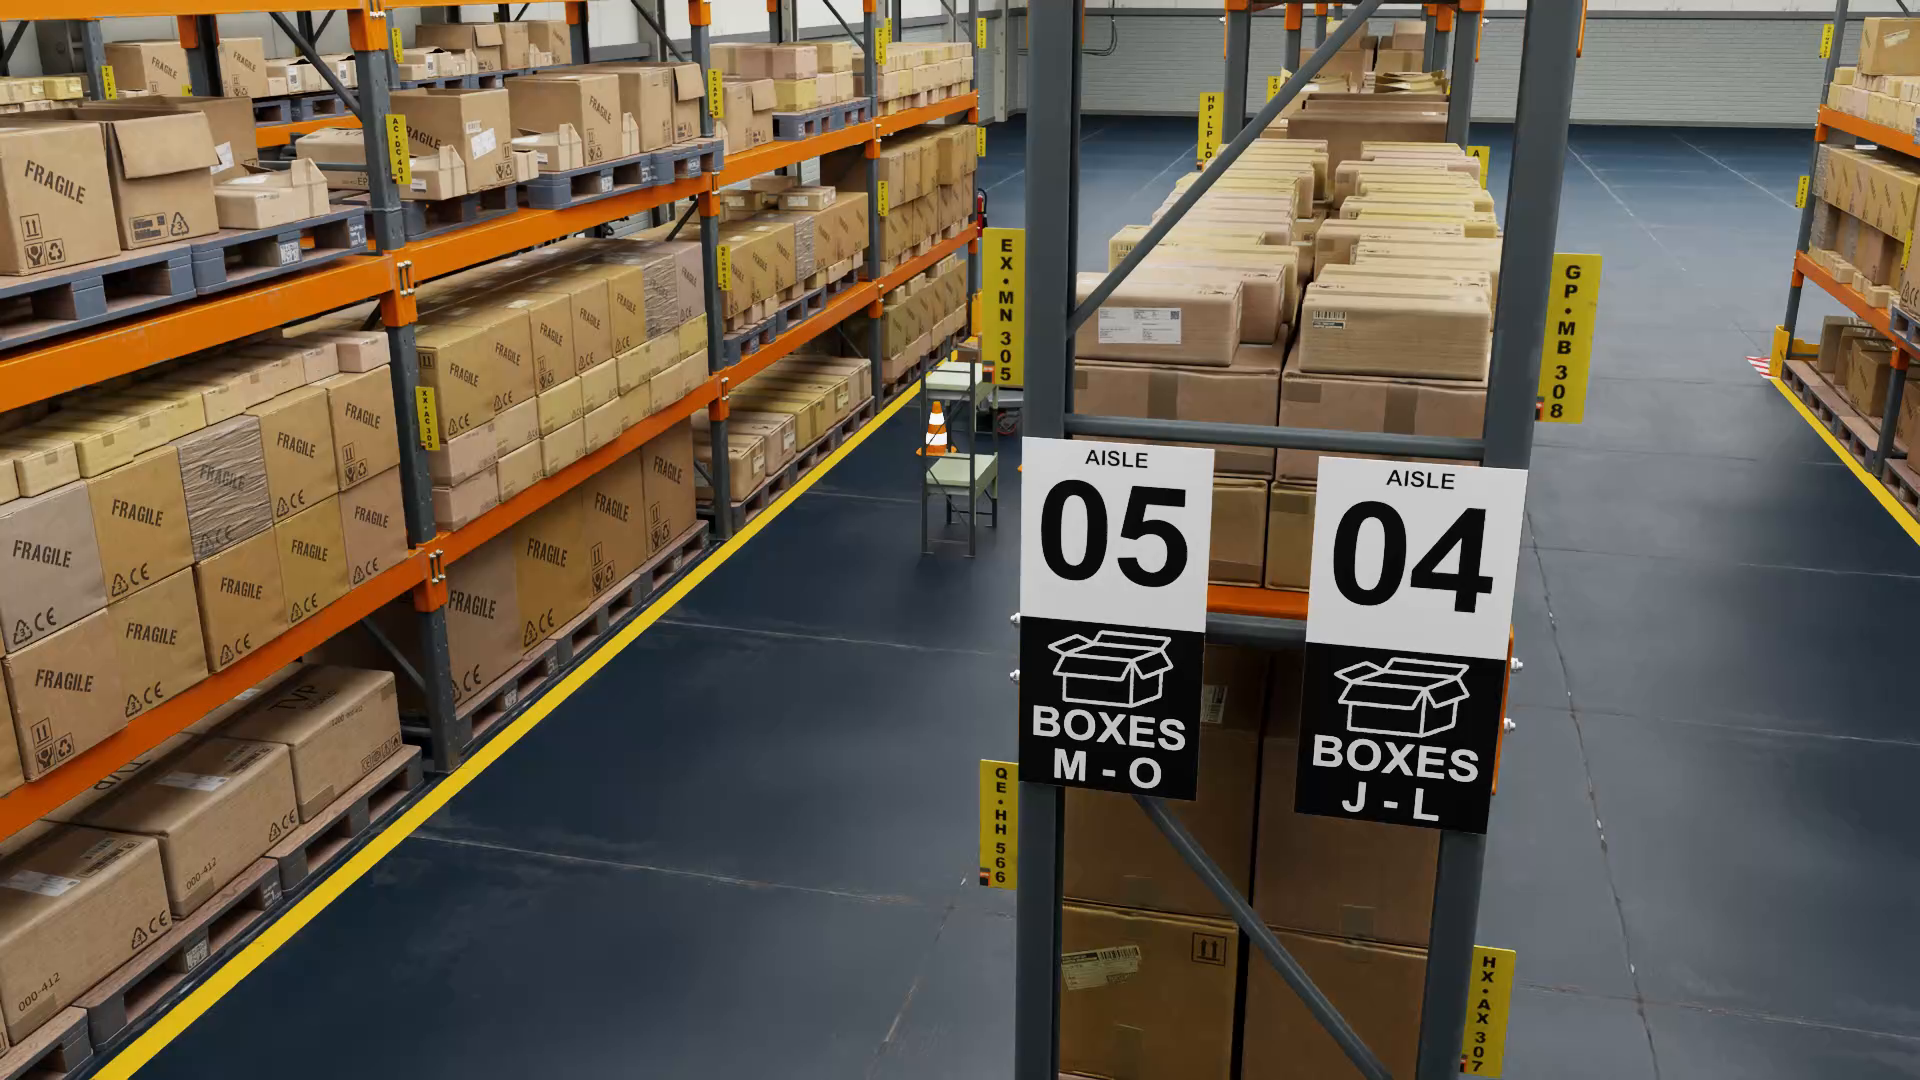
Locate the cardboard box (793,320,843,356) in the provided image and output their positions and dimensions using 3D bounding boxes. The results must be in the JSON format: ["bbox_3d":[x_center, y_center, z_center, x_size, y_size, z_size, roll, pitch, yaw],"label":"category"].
[{"bbox_3d":[-1.380,-2.172,16.851,0.500,0.500,0.500,4,19,13],"label":"cardboard box"}]

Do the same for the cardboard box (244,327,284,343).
[{"bbox_3d":[-3.548,-0.955,8.138,0.380,0.149,0.250,4,19,13],"label":"cardboard box"}]

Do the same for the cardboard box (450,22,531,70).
[{"bbox_3d":[-5.320,-5.600,18.842,0.700,0.500,0.500,5,19,14],"label":"cardboard box"}]

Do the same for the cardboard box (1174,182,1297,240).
[{"bbox_3d":[0.881,-1.057,5.343,0.380,0.149,0.250,4,19,12],"label":"cardboard box"}]

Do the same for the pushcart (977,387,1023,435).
[{"bbox_3d":[0.959,-1.308,15.934,1.648,0.377,0.936,-2,19,-6],"label":"pushcart"}]

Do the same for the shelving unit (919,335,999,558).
[{"bbox_3d":[0.002,-0.712,12.451,0.431,1.500,0.755,5,19,13],"label":"shelving unit"}]

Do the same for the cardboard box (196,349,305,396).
[{"bbox_3d":[-3.226,-0.760,7.568,0.380,0.149,0.250,5,19,13],"label":"cardboard box"}]

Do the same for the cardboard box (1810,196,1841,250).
[{"bbox_3d":[9.162,-3.202,16.808,0.875,0.500,0.500,5,19,13],"label":"cardboard box"}]

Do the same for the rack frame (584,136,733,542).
[{"bbox_3d":[-2.242,-1.460,12.320,1.000,3.000,0.127,5,19,13],"label":"rack frame"}]

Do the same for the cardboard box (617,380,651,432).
[{"bbox_3d":[-2.362,-0.892,10.890,0.500,0.250,0.500,4,19,13],"label":"cardboard box"}]

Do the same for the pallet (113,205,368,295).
[{"bbox_3d":[-3.429,-1.328,7.431,1.003,0.211,1.213,5,19,13],"label":"pallet"}]

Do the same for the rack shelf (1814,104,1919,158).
[{"bbox_3d":[8.834,-3.637,15.166,1.077,0.370,4.000,5,19,13],"label":"rack shelf"}]

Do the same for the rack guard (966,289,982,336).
[{"bbox_3d":[-0.306,-2.760,19.996,1.175,0.500,0.348,5,19,13],"label":"rack guard"}]

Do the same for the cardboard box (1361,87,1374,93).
[{"bbox_3d":[2.973,-2.933,11.328,0.500,0.311,0.500,5,19,13],"label":"cardboard box"}]

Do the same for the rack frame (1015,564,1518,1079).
[{"bbox_3d":[0.629,1.407,3.928,1.000,3.000,0.127,5,19,13],"label":"rack frame"}]

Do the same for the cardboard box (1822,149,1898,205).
[{"bbox_3d":[8.795,-3.539,16.246,0.500,0.500,0.500,5,19,13],"label":"cardboard box"}]

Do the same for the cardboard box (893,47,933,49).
[{"bbox_3d":[-0.496,-5.125,17.566,0.380,0.149,0.250,4,19,12],"label":"cardboard box"}]

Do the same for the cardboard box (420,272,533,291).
[{"bbox_3d":[-2.979,-1.370,10.356,0.500,0.500,0.500,5,19,14],"label":"cardboard box"}]

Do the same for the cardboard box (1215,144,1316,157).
[{"bbox_3d":[1.201,-1.466,6.539,0.380,0.149,0.250,4,19,11],"label":"cardboard box"}]

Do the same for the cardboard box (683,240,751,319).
[{"bbox_3d":[-1.907,-1.969,12.548,0.500,0.500,0.500,4,19,12],"label":"cardboard box"}]

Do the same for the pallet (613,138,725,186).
[{"bbox_3d":[-2.347,-2.584,11.263,1.213,0.211,1.003,6,20,16],"label":"pallet"}]

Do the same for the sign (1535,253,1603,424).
[{"bbox_3d":[1.155,-0.383,3.176,0.100,0.325,0.005,5,19,13],"label":"sign"}]

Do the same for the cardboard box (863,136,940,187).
[{"bbox_3d":[-0.612,-3.980,17.536,0.700,0.500,0.500,5,19,13],"label":"cardboard box"}]

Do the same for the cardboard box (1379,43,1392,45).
[{"bbox_3d":[4.196,-4.537,15.657,0.500,0.250,0.500,4,19,13],"label":"cardboard box"}]

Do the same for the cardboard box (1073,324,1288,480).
[{"bbox_3d":[0.494,-0.343,3.868,0.500,0.250,0.500,4,19,12],"label":"cardboard box"}]

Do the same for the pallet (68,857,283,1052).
[{"bbox_3d":[-3.777,1.729,7.298,1.003,0.211,1.213,5,19,13],"label":"pallet"}]

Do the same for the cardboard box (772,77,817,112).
[{"bbox_3d":[-1.521,-3.748,13.962,0.500,0.250,0.500,5,19,14],"label":"cardboard box"}]

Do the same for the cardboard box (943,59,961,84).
[{"bbox_3d":[-0.288,-5.118,18.163,0.500,0.250,0.500,4,19,13],"label":"cardboard box"}]

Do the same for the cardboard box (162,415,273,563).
[{"bbox_3d":[-3.314,-0.238,7.042,0.500,0.500,0.500,5,19,14],"label":"cardboard box"}]

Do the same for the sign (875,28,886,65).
[{"bbox_3d":[-0.725,-4.521,15.234,0.100,0.325,0.005,5,19,13],"label":"sign"}]

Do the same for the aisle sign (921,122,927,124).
[{"bbox_3d":[-0.572,-5.241,19.370,0.394,0.787,0.004,5,19,13],"label":"aisle sign"}]

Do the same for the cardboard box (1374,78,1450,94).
[{"bbox_3d":[2.442,-2.377,9.028,0.396,0.266,0.258,5,19,13],"label":"cardboard box"}]

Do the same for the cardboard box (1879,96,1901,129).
[{"bbox_3d":[8.461,-3.766,14.664,0.500,0.250,0.500,5,19,13],"label":"cardboard box"}]

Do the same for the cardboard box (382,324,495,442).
[{"bbox_3d":[-2.833,-0.842,8.809,0.500,0.500,0.500,5,19,14],"label":"cardboard box"}]

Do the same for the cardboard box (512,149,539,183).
[{"bbox_3d":[-2.570,-2.083,9.215,0.380,0.166,0.250,3,19,10],"label":"cardboard box"}]

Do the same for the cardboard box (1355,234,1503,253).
[{"bbox_3d":[1.205,-0.684,4.251,0.380,0.149,0.250,5,19,14],"label":"cardboard box"}]

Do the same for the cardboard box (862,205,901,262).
[{"bbox_3d":[-0.887,-3.017,16.266,0.500,0.500,0.500,5,19,13],"label":"cardboard box"}]

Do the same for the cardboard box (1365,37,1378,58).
[{"bbox_3d":[4.048,-5.053,17.167,0.500,0.250,0.500,4,19,13],"label":"cardboard box"}]

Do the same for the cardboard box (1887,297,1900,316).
[{"bbox_3d":[8.183,-1.980,14.233,0.380,0.149,0.250,5,19,13],"label":"cardboard box"}]

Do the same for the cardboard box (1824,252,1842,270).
[{"bbox_3d":[8.826,-2.761,16.519,0.380,0.149,0.250,5,19,13],"label":"cardboard box"}]

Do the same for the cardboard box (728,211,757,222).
[{"bbox_3d":[-2.028,-2.503,14.111,0.500,0.500,0.500,4,19,11],"label":"cardboard box"}]

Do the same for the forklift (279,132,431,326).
[{"bbox_3d":[-4.903,-1.885,13.672,1.130,2.935,3.031,-6,20,-18],"label":"forklift"}]

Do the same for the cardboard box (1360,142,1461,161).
[{"bbox_3d":[1.795,-1.501,6.642,0.380,0.149,0.250,4,19,11],"label":"cardboard box"}]

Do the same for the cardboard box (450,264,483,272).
[{"bbox_3d":[-5.411,-2.918,18.648,0.500,0.250,0.500,5,20,15],"label":"cardboard box"}]

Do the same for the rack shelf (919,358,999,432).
[{"bbox_3d":[0.002,-1.081,12.325,0.431,0.370,0.720,5,19,13],"label":"rack shelf"}]

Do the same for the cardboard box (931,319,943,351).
[{"bbox_3d":[-0.480,-2.264,18.279,0.500,0.250,0.500,4,19,11],"label":"cardboard box"}]

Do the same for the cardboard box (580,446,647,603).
[{"bbox_3d":[-2.713,-0.164,11.164,0.875,0.875,0.875,5,19,14],"label":"cardboard box"}]

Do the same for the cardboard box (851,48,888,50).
[{"bbox_3d":[-0.974,-5.075,17.420,0.380,0.149,0.250,5,20,15],"label":"cardboard box"}]

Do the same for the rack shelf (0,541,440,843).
[{"bbox_3d":[-3.708,0.761,6.931,1.077,0.370,4.000,5,19,13],"label":"rack shelf"}]

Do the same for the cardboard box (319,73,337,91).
[{"bbox_3d":[-6.053,-4.282,15.528,0.380,0.149,0.250,5,19,13],"label":"cardboard box"}]

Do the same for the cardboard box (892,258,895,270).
[{"bbox_3d":[-0.865,-2.751,16.490,0.380,0.149,0.250,5,20,15],"label":"cardboard box"}]

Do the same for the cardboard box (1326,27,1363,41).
[{"bbox_3d":[3.587,-4.736,15.621,0.380,0.149,0.250,5,19,14],"label":"cardboard box"}]

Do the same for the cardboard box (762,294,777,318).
[{"bbox_3d":[-1.681,-1.879,13.288,0.380,0.149,0.250,5,19,14],"label":"cardboard box"}]

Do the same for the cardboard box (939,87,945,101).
[{"bbox_3d":[-0.371,-4.817,17.897,0.380,0.149,0.250,5,19,13],"label":"cardboard box"}]

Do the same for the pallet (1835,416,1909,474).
[{"bbox_3d":[8.475,-0.825,14.775,1.003,0.211,1.213,5,19,13],"label":"pallet"}]

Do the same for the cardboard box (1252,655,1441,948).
[{"bbox_3d":[0.996,0.626,4.052,0.500,0.500,0.500,5,19,13],"label":"cardboard box"}]

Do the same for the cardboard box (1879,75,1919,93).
[{"bbox_3d":[8.665,-4.167,15.221,0.380,0.149,0.250,4,19,13],"label":"cardboard box"}]
